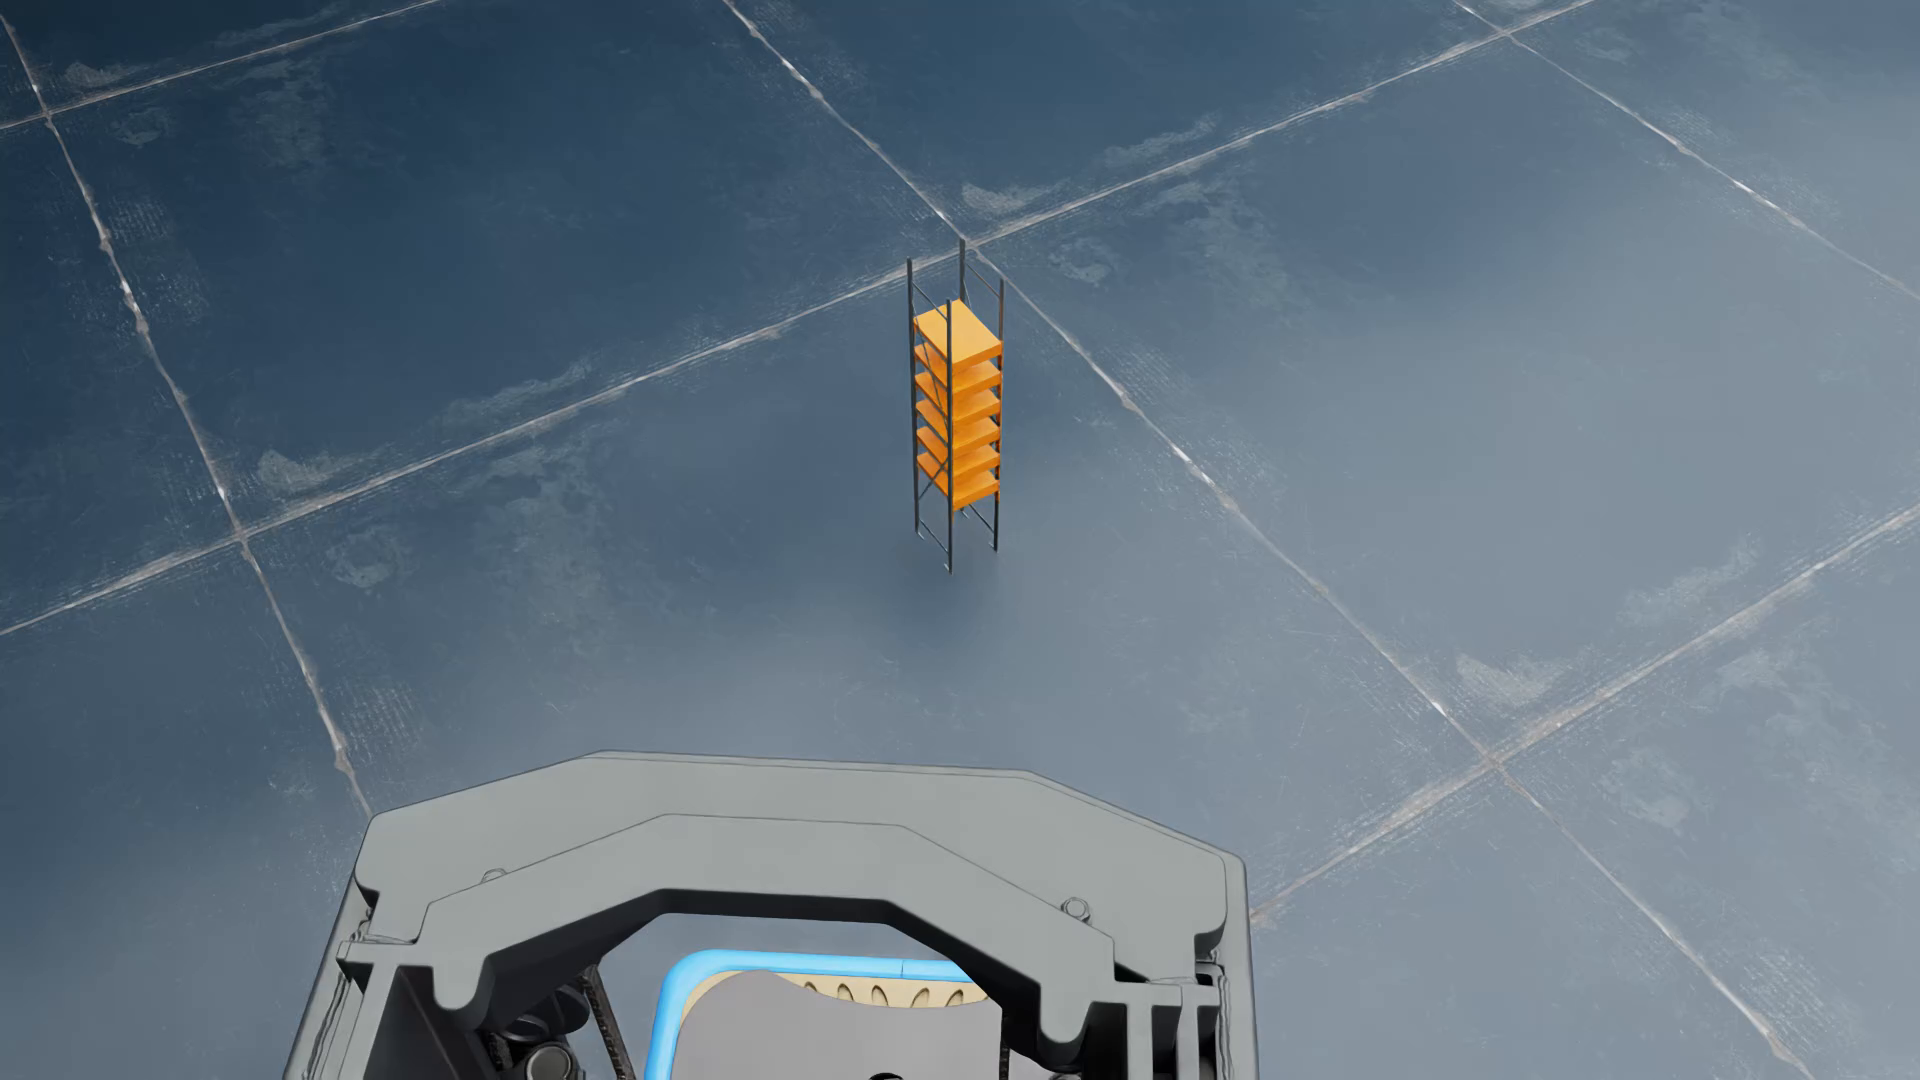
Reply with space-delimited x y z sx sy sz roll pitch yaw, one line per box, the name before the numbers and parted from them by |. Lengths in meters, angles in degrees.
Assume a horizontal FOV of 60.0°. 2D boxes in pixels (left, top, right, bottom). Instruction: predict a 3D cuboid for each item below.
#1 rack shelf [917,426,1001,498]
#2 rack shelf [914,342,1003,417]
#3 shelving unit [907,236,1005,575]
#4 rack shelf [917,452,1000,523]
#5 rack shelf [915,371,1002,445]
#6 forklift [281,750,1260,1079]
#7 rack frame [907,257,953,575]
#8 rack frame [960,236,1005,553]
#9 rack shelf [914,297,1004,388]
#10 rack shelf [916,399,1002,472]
rack shelf | -0.012 -0.284 5.420 0.180 0.103 0.258 -25 53 -21
rack shelf | -0.012 -0.523 5.151 0.180 0.103 0.258 -25 53 -21
shelving unit | -0.012 -0.393 5.297 0.189 1.200 0.258 -25 53 -21
rack shelf | -0.012 -0.204 5.509 0.180 0.103 0.258 -25 53 -21
rack shelf | -0.012 -0.444 5.240 0.180 0.103 0.258 -25 53 -21
forklift | -0.205 1.732 2.245 1.130 2.935 3.031 2 48 2
rack frame | -0.090 -0.357 5.264 0.006 1.200 0.240 -25 53 -21
rack frame | 0.065 -0.430 5.329 0.006 1.200 0.240 -25 53 -21
rack shelf | -0.012 -0.603 5.061 0.180 0.103 0.258 -25 53 -21
rack shelf | -0.012 -0.364 5.330 0.180 0.103 0.258 -25 53 -21
